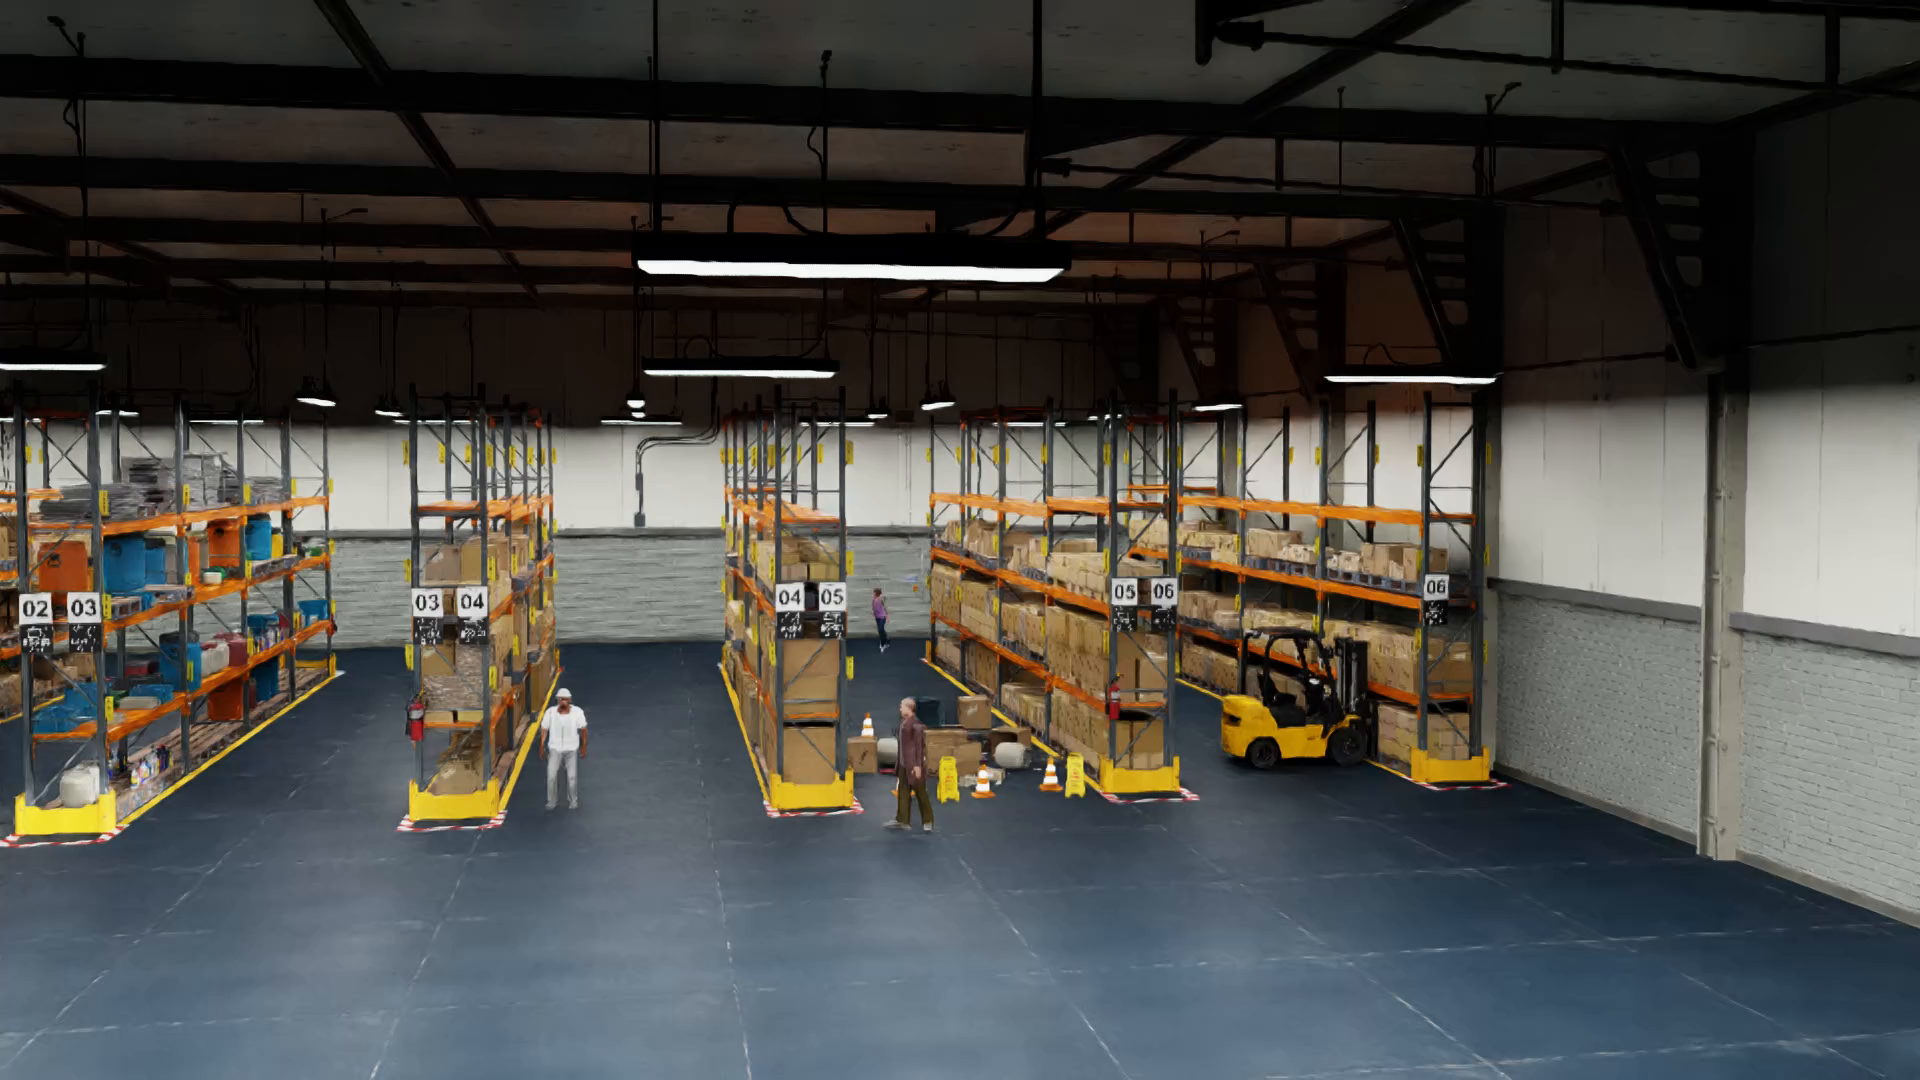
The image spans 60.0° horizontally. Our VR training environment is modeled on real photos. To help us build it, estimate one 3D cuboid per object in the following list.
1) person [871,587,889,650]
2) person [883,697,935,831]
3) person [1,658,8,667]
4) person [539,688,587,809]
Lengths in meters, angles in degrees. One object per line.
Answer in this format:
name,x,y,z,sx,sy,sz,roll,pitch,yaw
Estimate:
person,-2.049,2.031,43.169,0.509,1.615,0.531,3,4,44
person,-0.658,3.037,22.224,0.586,1.670,0.636,-2,3,-27
person,-22.523,2.173,38.829,0.677,1.742,0.547,-1,3,-12
person,-5.606,2.940,23.483,0.670,1.743,0.538,-1,3,-11
